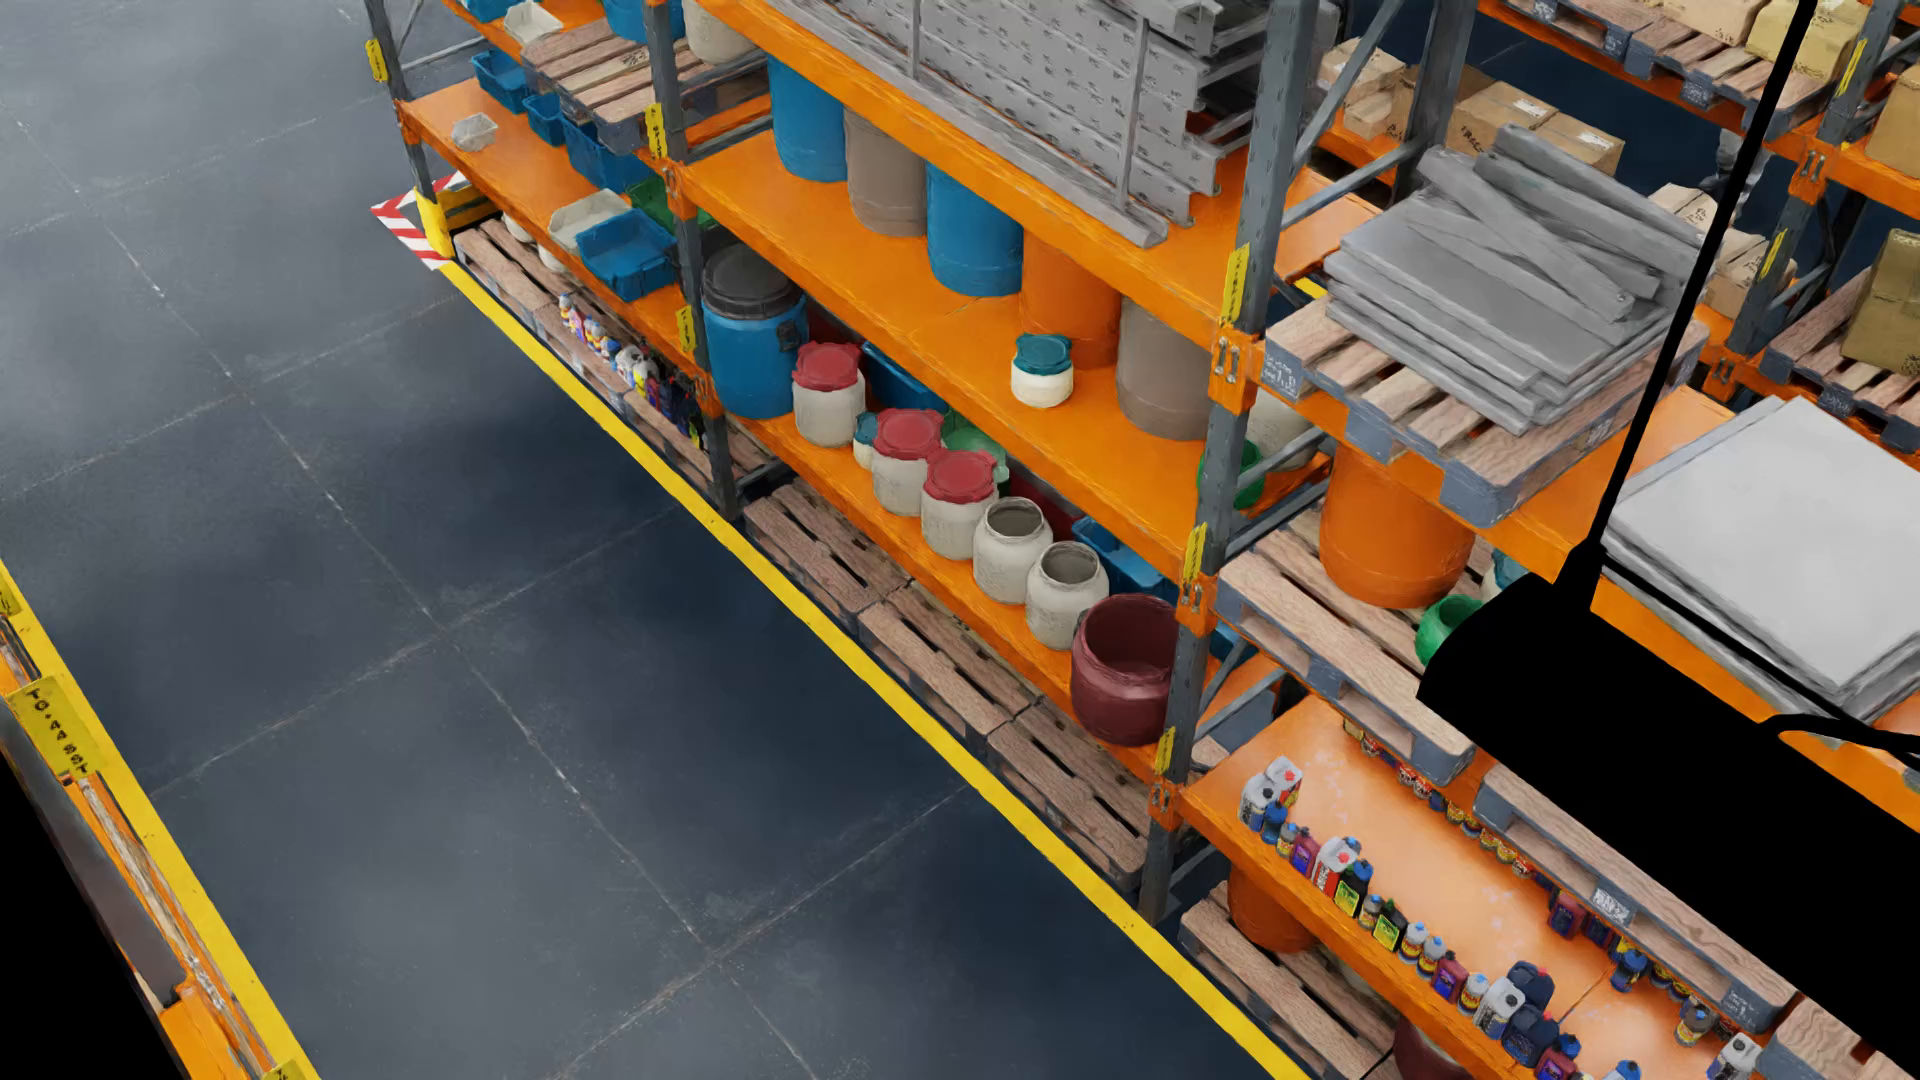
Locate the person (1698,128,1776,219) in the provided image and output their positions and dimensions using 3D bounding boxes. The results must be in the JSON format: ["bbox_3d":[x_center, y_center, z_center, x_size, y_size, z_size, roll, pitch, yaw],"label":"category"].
[{"bbox_3d":[6.269,-3.347,12.927,0.598,1.786,0.444,17,49,16],"label":"person"}]
